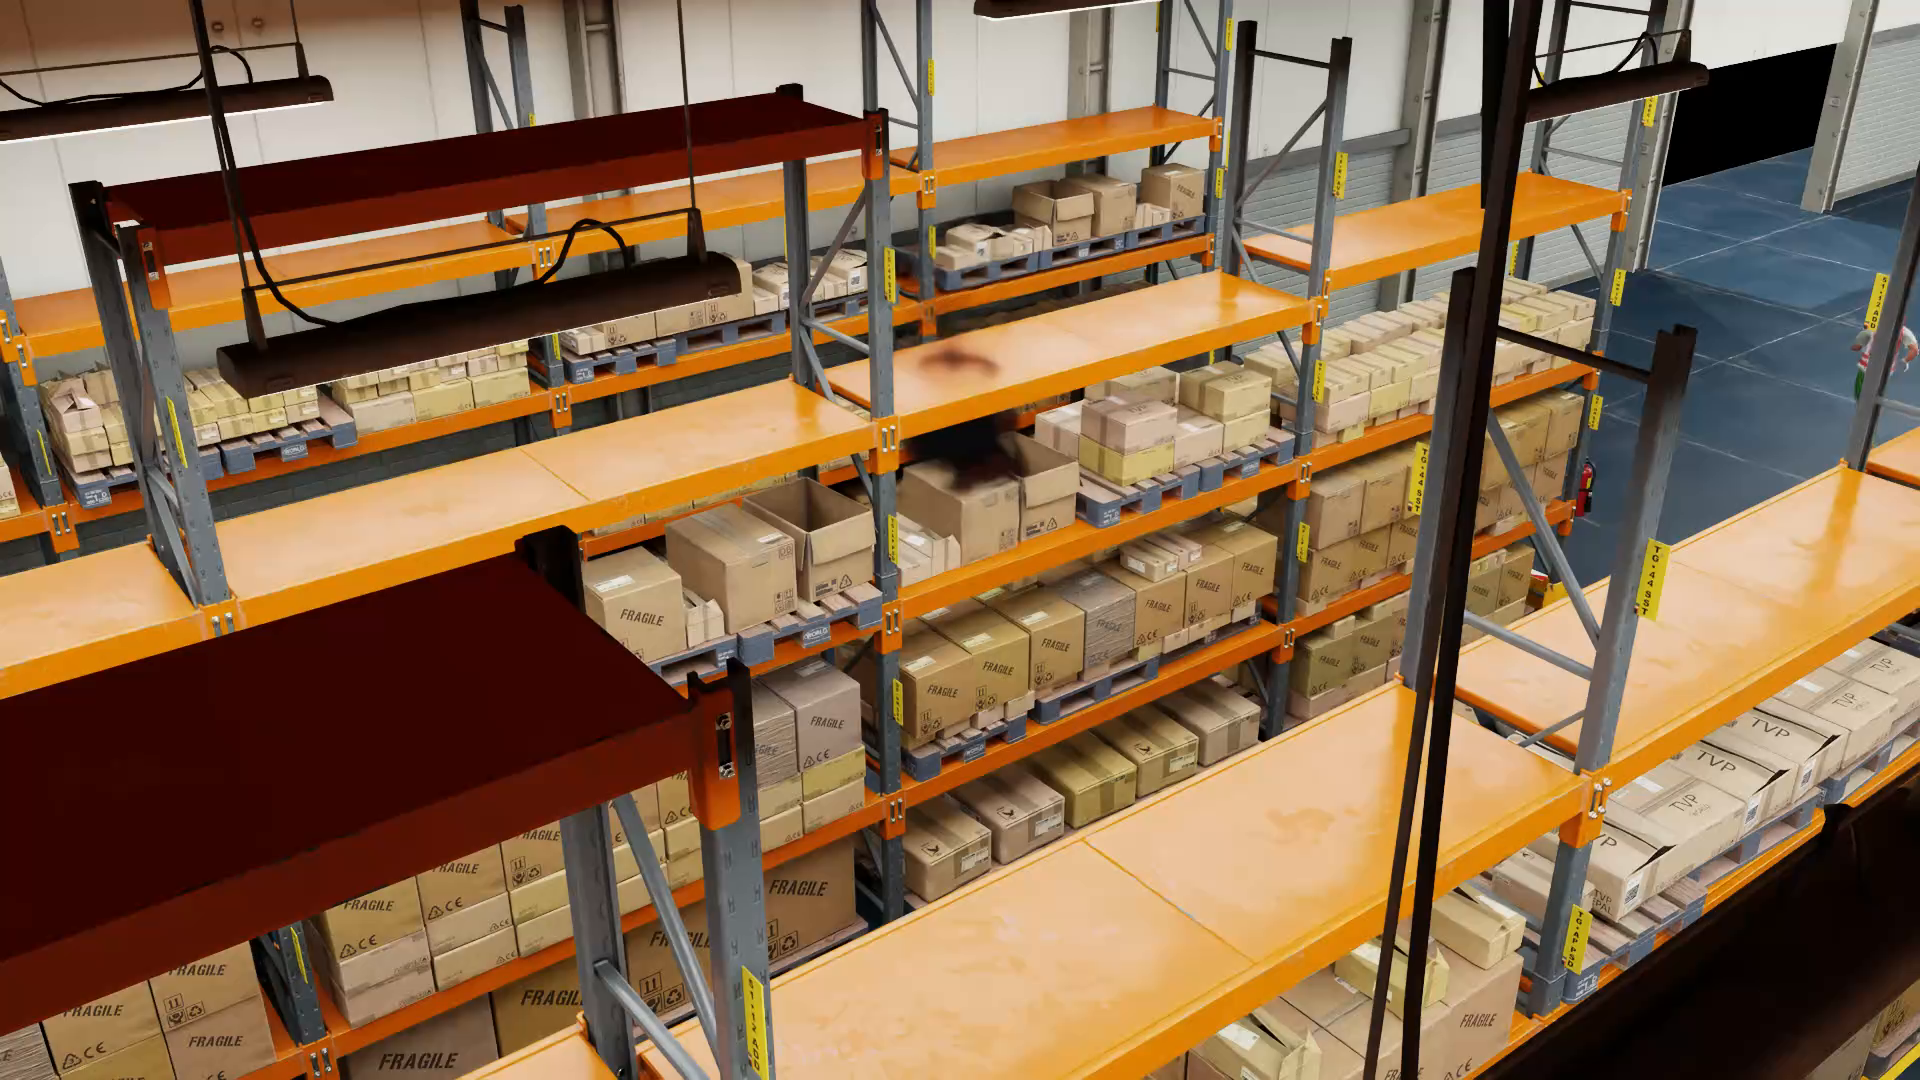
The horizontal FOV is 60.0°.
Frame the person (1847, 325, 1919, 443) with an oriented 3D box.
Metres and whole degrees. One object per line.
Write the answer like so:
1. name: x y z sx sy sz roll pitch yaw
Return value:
1. person: 11.105 -2.021 20.171 0.651 1.834 0.852 1 26 2
